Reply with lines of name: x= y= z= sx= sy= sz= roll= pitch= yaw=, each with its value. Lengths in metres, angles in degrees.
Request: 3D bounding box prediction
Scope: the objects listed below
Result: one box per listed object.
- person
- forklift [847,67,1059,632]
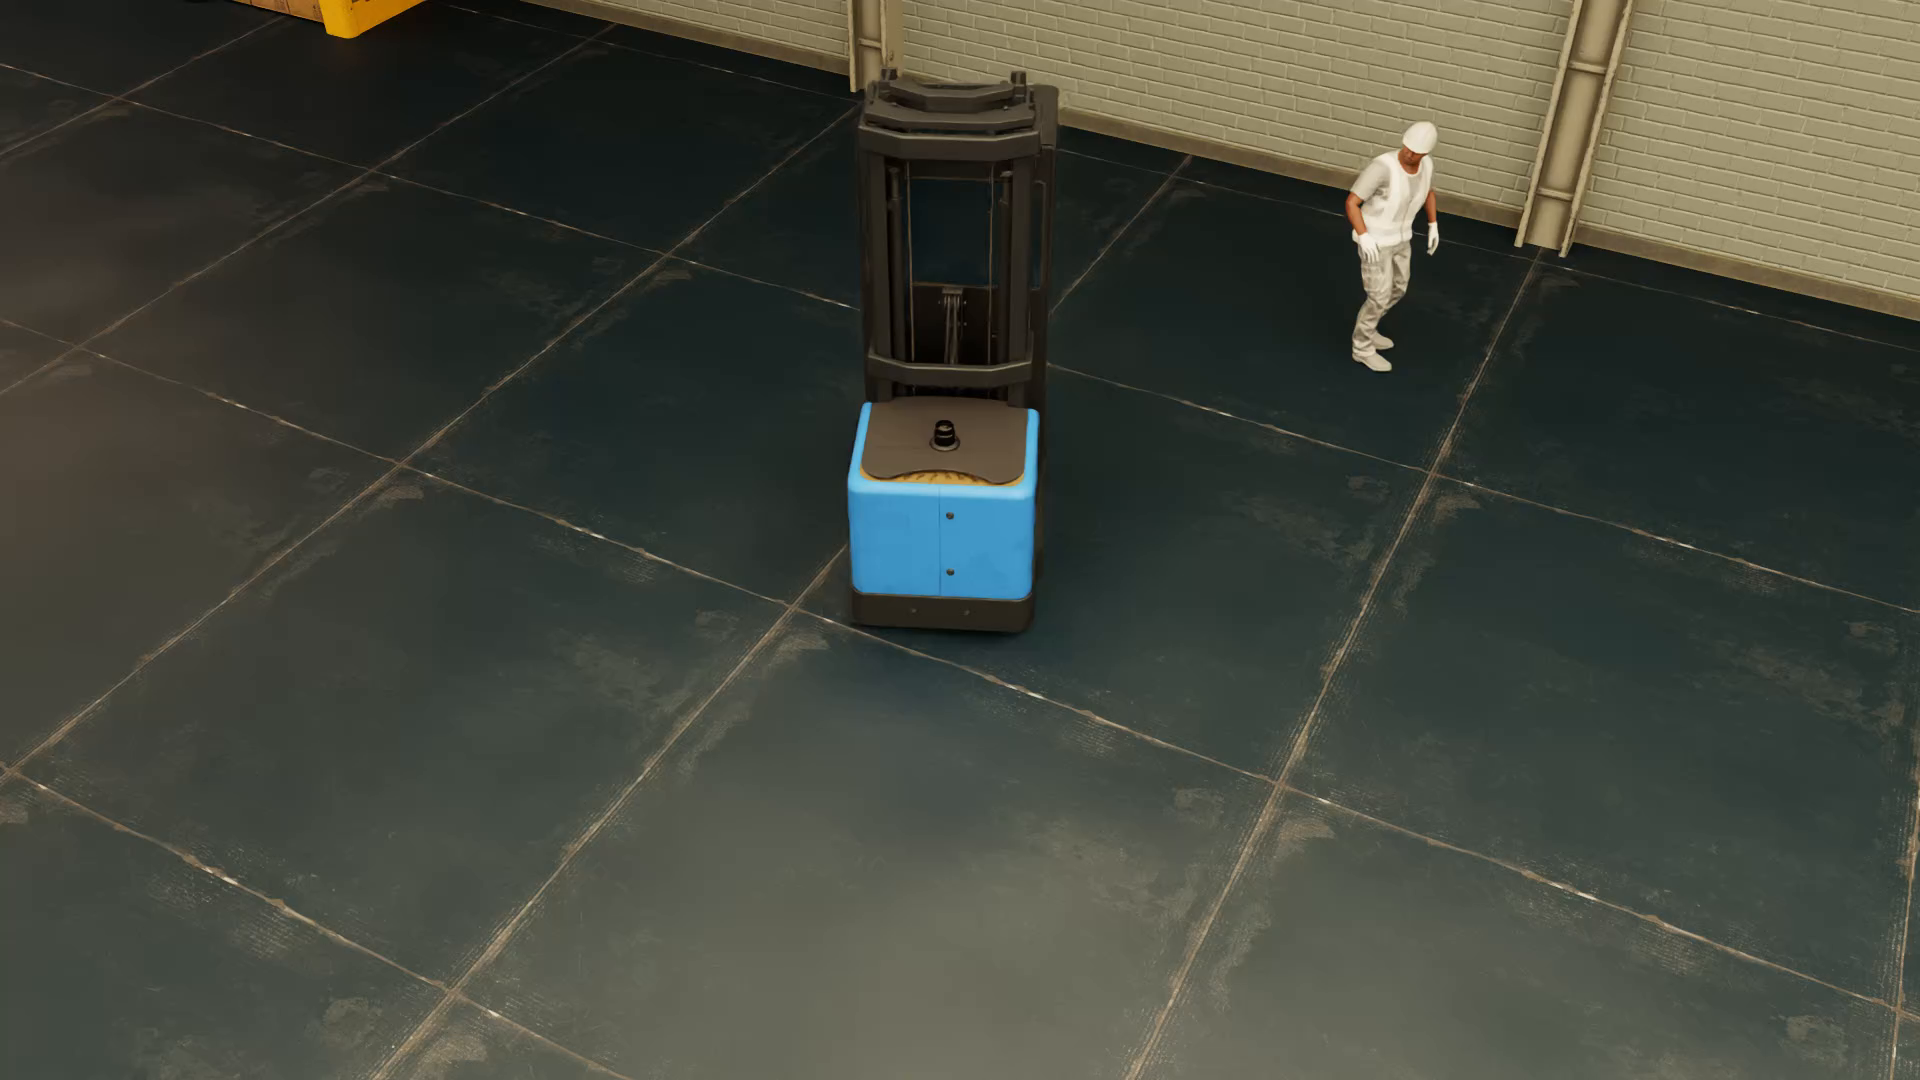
person: x=2.974 y=-2.028 z=11.316 sx=0.765 sy=1.748 sz=0.510 roll=-28 pitch=48 yaw=-29
forklift: x=-0.010 y=-1.529 z=9.802 sx=1.130 sy=2.935 sz=3.031 roll=3 pitch=40 yaw=3
